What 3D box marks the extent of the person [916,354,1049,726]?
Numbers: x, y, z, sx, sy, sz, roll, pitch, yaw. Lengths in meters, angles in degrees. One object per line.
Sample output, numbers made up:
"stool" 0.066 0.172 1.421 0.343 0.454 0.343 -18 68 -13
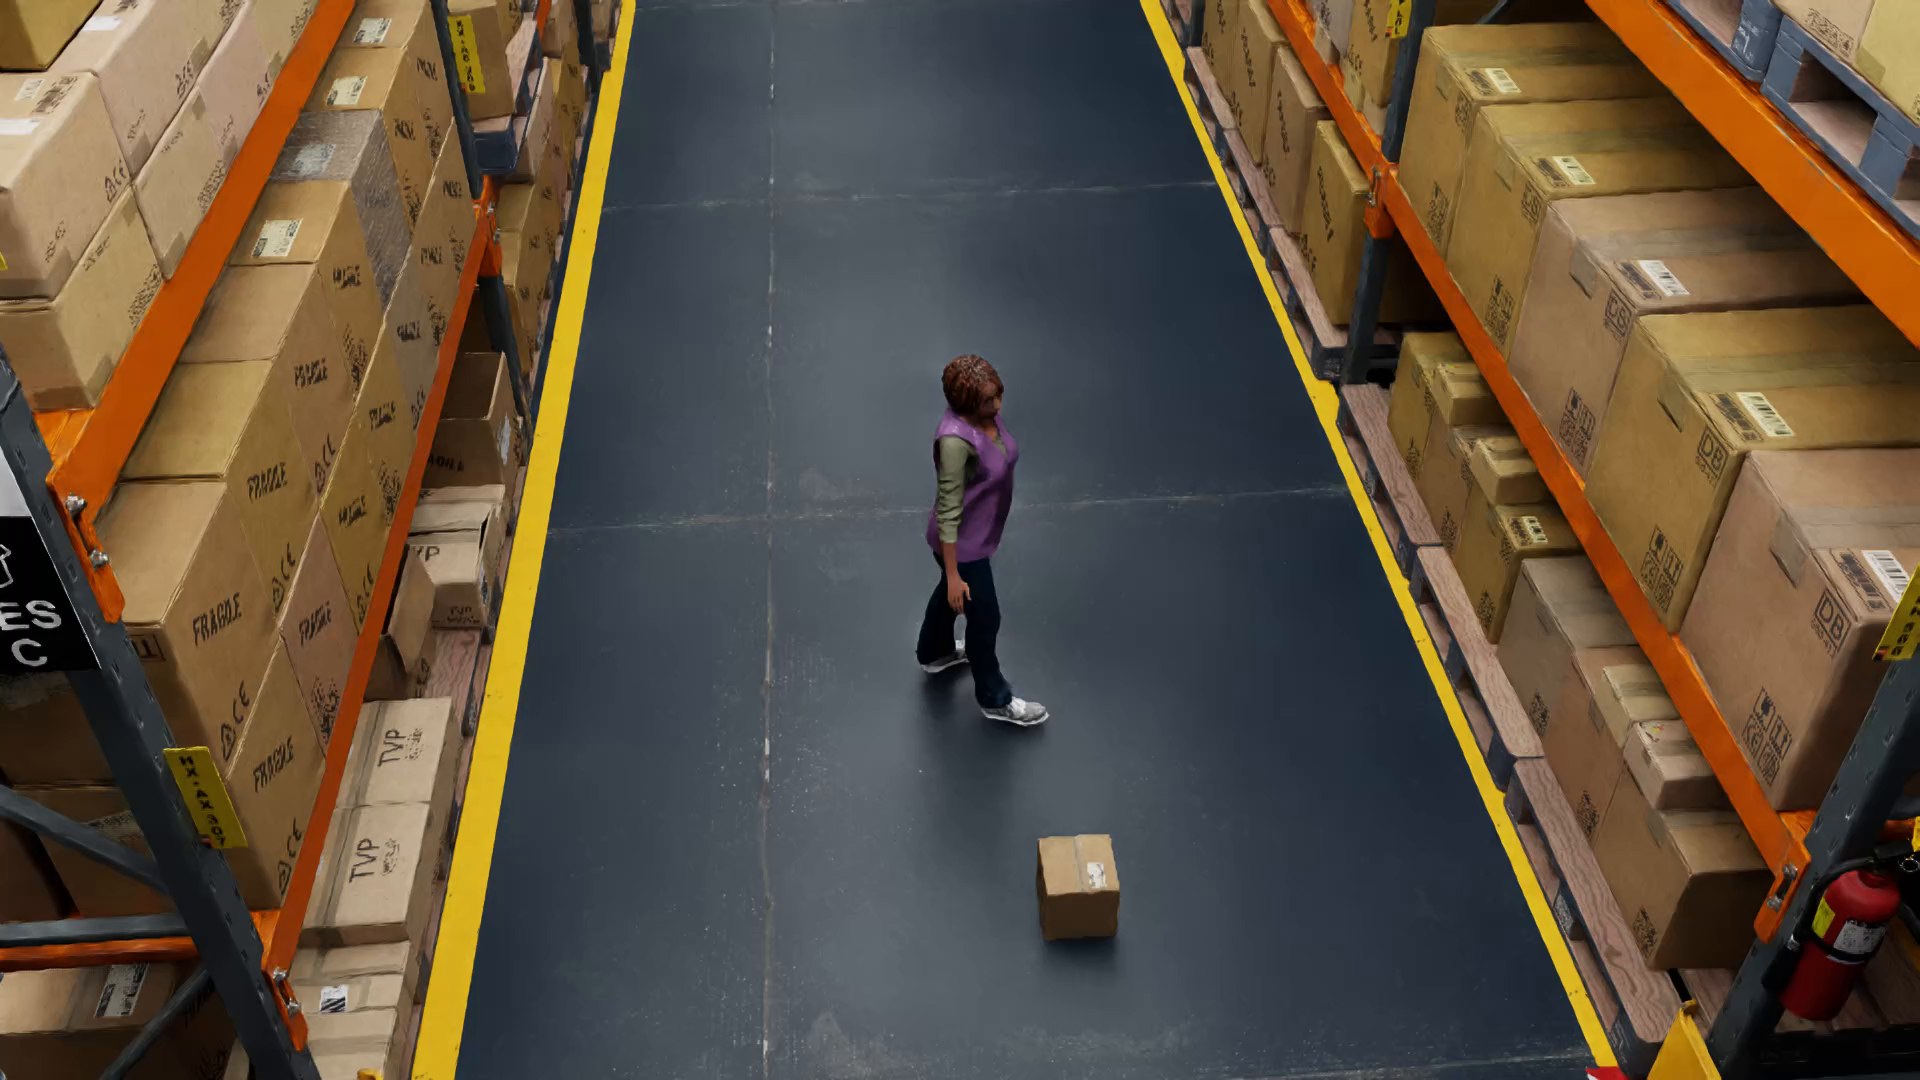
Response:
"person" 0.084 0.016 6.114 0.572 1.591 0.604 8 40 9
